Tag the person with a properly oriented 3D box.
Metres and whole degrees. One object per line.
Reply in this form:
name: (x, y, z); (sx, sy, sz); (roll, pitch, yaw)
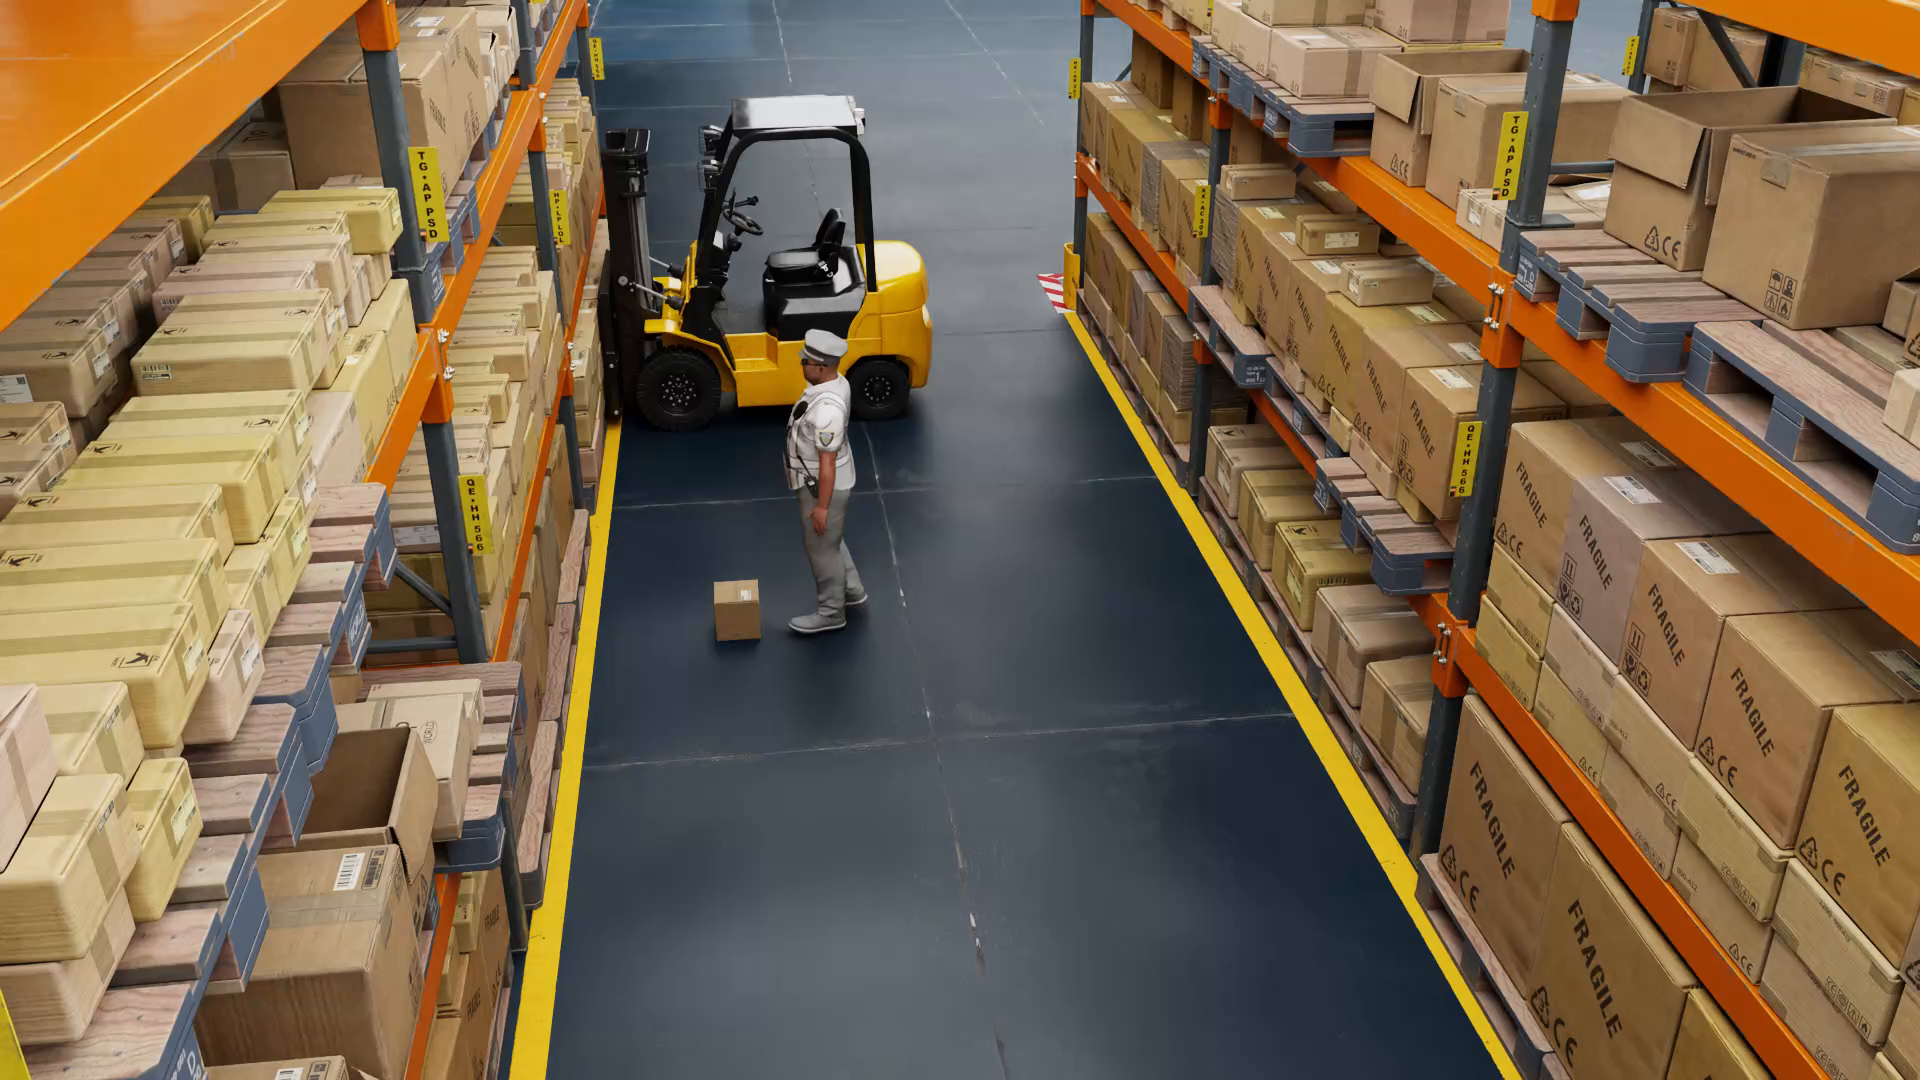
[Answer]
person: (-0.760, -0.312, 9.185); (0.439, 1.779, 0.568); (-1, 27, -2)
